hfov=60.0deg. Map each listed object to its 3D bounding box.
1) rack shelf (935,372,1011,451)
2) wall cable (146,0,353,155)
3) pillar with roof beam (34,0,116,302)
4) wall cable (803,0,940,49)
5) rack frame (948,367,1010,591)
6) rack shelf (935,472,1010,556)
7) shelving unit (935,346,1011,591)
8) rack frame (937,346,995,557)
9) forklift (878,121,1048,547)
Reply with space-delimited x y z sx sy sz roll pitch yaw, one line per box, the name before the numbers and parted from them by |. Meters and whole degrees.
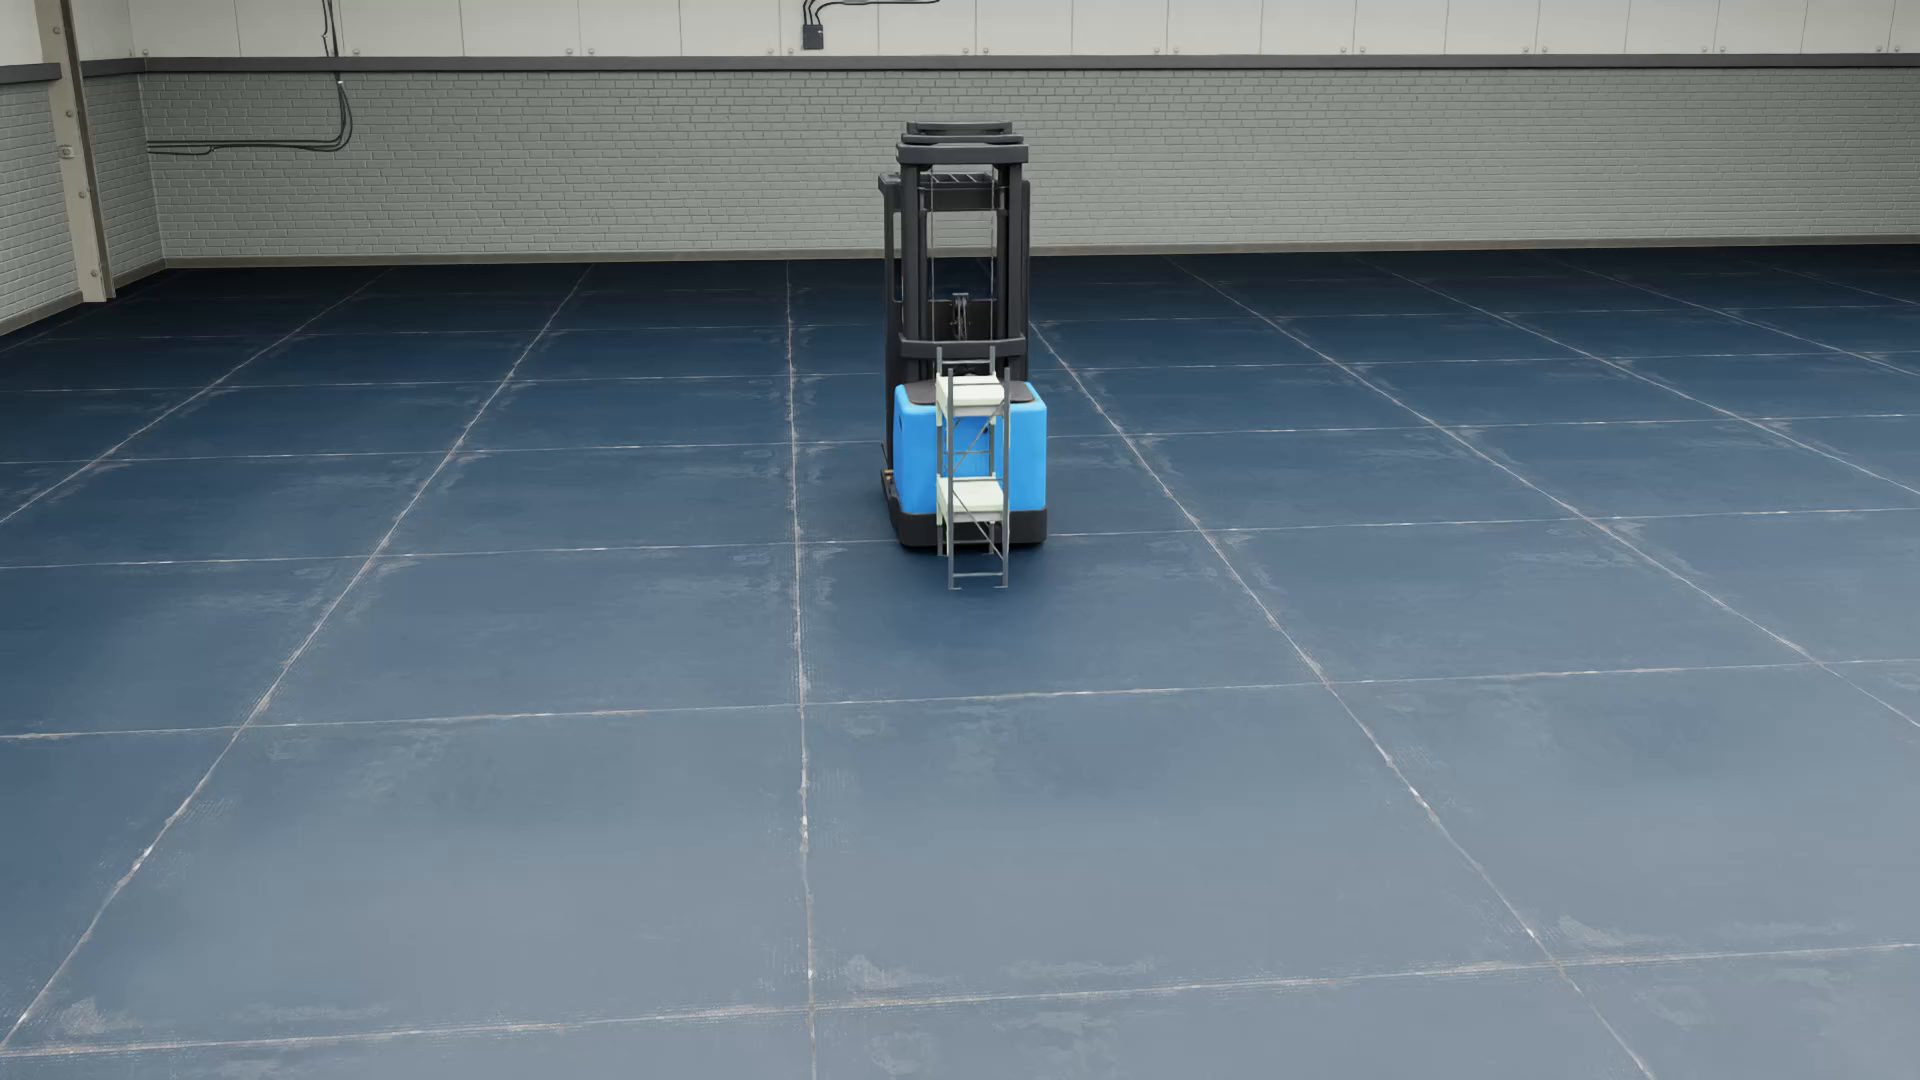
rack shelf | 0.081 -0.868 11.134 0.431 0.370 0.720 -2 18 -6
wall cable | -10.684 -6.996 24.623 3.097 2.526 0.112 -2 18 -6
pillar with roof beam | -7.413 -7.692 21.655 9.100 9.000 0.400 -2 18 -6
wall cable | -1.239 -10.389 24.567 2.305 6.003 0.169 -2 18 -6
rack frame | 0.121 -0.386 10.903 0.400 1.500 0.023 -2 18 -6
rack shelf | 0.081 -0.184 11.348 0.431 0.370 0.720 -2 18 -6
shelving unit | 0.081 -0.495 11.251 0.431 1.500 0.755 -2 18 -6
rack frame | 0.041 -0.604 11.598 0.400 1.500 0.023 -2 18 -6
forklift | -0.050 -1.747 12.849 1.130 2.935 3.031 -2 18 -6
